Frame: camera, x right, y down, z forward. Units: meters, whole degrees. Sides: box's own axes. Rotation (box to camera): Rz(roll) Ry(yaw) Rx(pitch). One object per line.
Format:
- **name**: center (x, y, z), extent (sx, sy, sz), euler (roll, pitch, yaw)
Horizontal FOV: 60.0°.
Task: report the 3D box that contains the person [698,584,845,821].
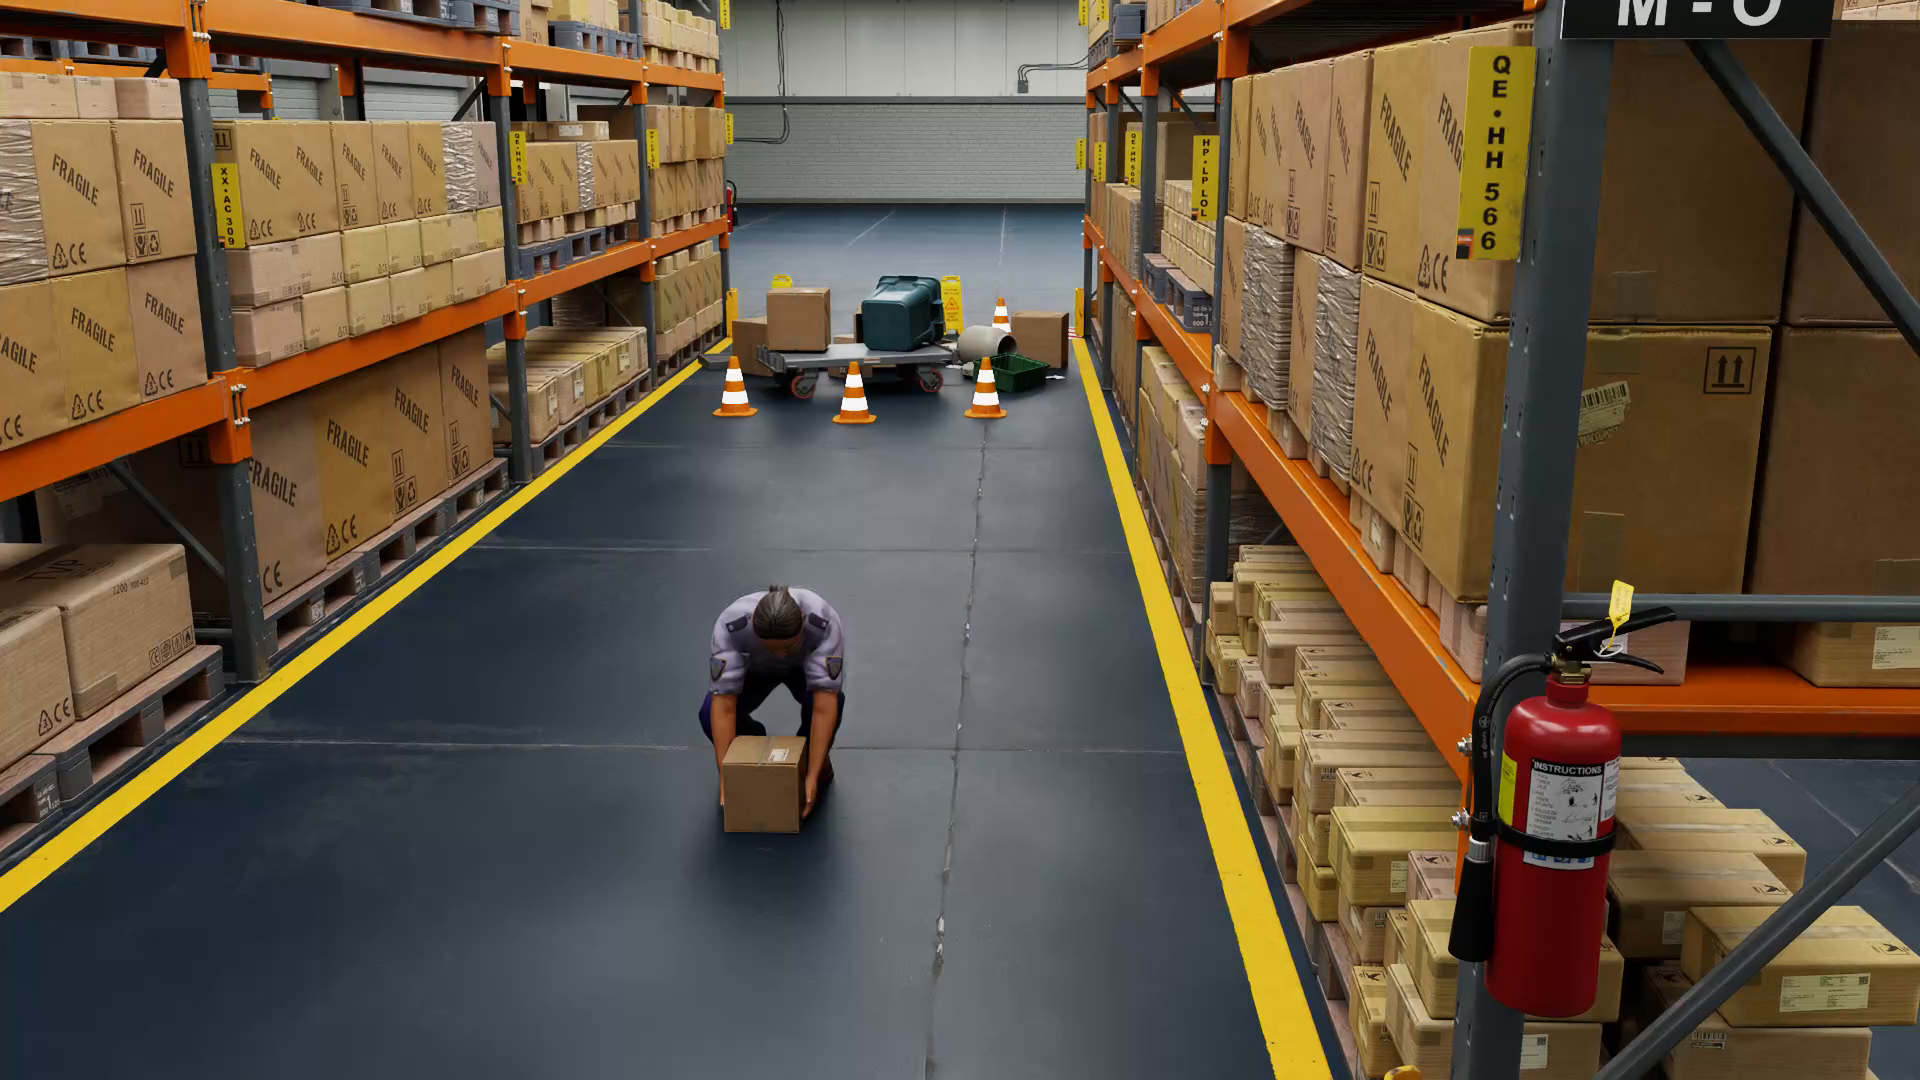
- **person**: center (-0.652, 0.481, 5.876), extent (0.516, 0.804, 0.822), euler (0, 14, 2)
